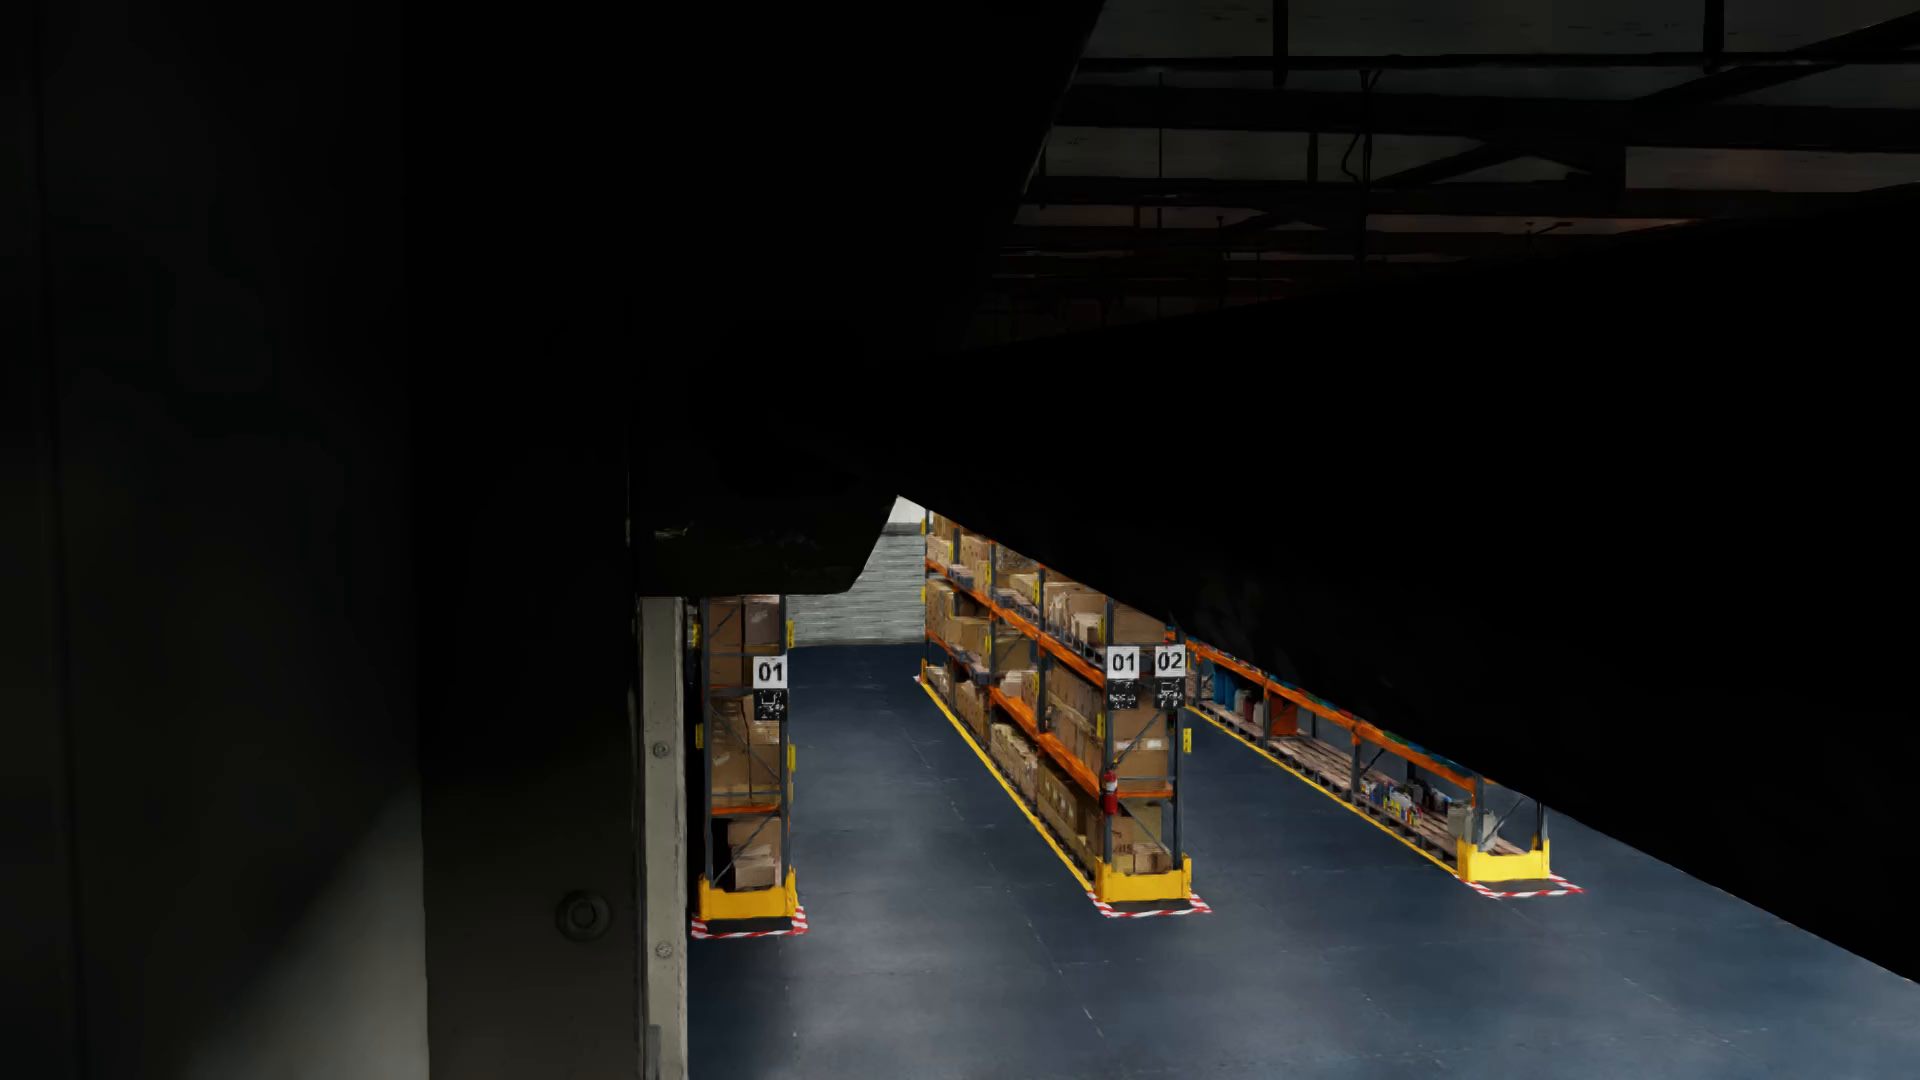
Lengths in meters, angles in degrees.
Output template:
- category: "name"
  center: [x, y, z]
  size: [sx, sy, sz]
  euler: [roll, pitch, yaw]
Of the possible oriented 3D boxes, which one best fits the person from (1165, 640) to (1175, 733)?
- category: "person"
  center: [3.841, 2.721, 31.196]
  size: [0.681, 1.751, 0.582]
  euler: [0, 5, -5]
